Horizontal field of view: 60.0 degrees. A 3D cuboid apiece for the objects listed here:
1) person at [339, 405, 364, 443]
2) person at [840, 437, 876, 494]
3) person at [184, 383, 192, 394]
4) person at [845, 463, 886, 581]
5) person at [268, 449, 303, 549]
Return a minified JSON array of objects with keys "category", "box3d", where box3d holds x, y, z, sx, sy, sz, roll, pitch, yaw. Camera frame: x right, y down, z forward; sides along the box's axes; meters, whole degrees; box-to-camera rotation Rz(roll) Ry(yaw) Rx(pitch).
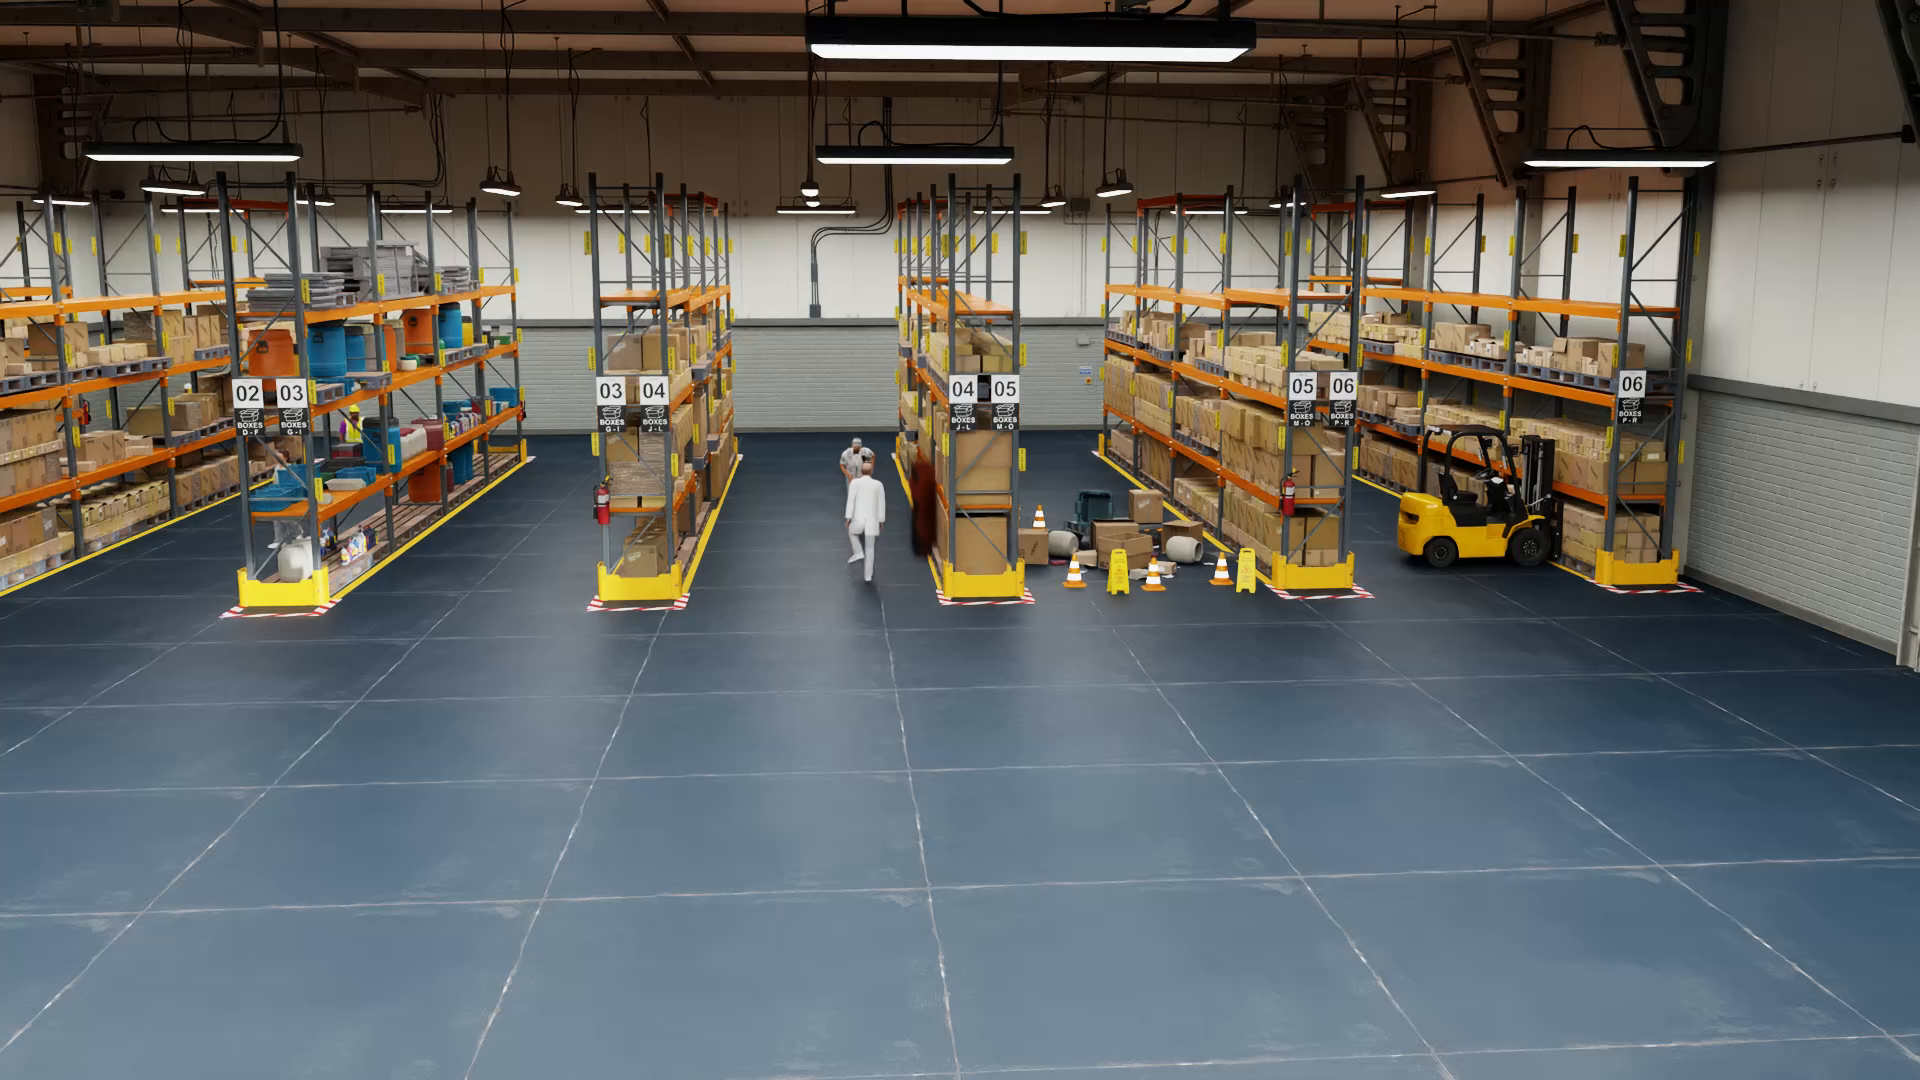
[{"category":"person","box3d":[-12.693,-1.973,34.843,0.559,1.702,1.077,0,10,-2]},{"category":"person","box3d":[-1.808,-1.065,29.452,0.605,1.570,0.829,1,10,6]},{"category":"person","box3d":[-18.347,-2.826,39.472,0.503,1.783,0.592,-2,10,-8]},{"category":"person","box3d":[-1.439,-0.290,25.195,0.630,1.744,0.743,-2,10,-9]},{"category":"person","box3d":[-11.290,-0.699,27.812,0.525,1.669,0.554,5,11,27]}]
